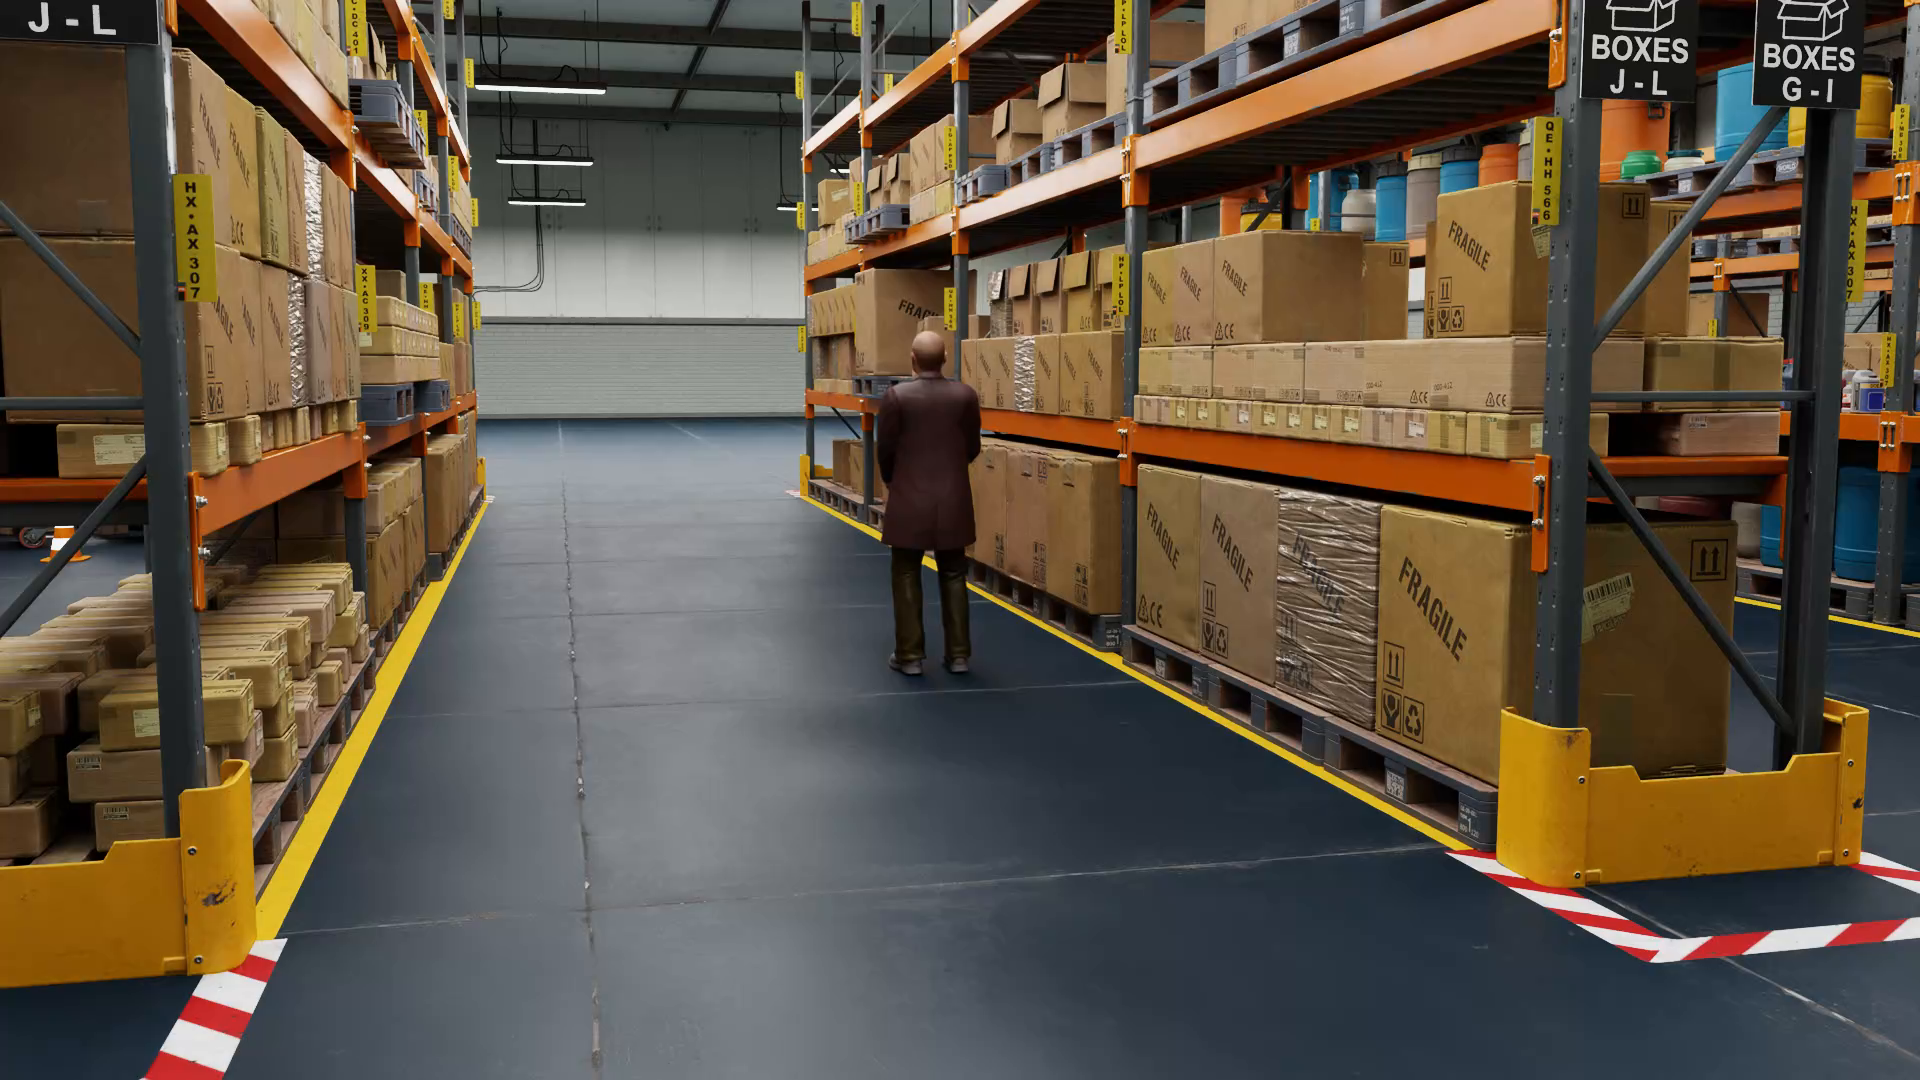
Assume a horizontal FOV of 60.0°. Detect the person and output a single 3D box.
[{"bbox_3d":[-0.183,-0.204,8.795,0.554,1.781,0.527,-2,6,-14],"label":"person"}]
